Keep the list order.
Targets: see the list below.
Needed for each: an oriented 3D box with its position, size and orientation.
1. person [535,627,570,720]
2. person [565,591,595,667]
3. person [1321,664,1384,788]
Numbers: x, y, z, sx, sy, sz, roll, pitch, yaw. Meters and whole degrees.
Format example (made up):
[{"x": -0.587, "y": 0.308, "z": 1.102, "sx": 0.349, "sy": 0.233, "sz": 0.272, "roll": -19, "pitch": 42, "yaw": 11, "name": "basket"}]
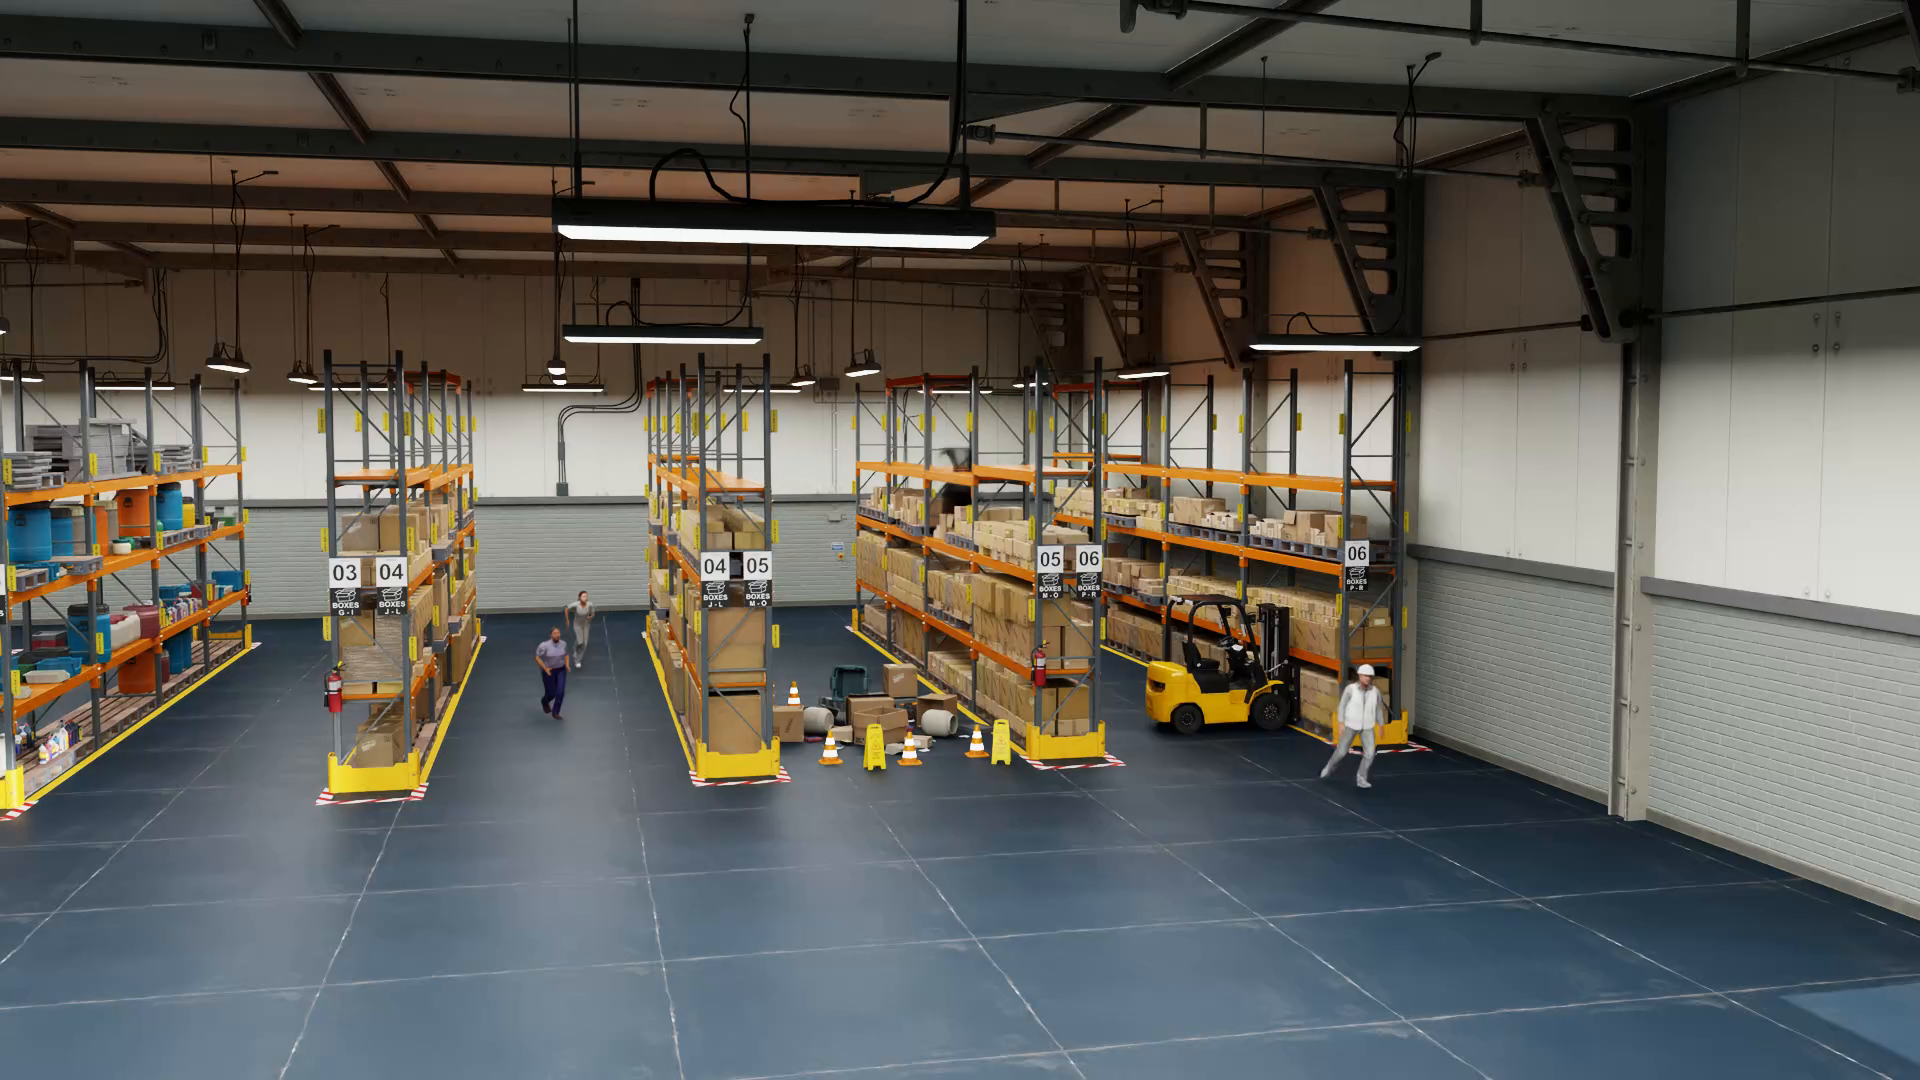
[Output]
[{"x": -6.942, "y": 2.260, "z": 28.318, "sx": 0.607, "sy": 1.569, "sz": 0.588, "roll": -2, "pitch": 5, "yaw": -32, "name": "person"}, {"x": -7.787, "y": 1.833, "z": 34.196, "sx": 0.563, "sy": 1.595, "sz": 0.687, "roll": -2, "pitch": 5, "yaw": -30, "name": "person"}, {"x": 5.444, "y": 2.544, "z": 23.012, "sx": 0.778, "sy": 1.715, "sz": 0.725, "roll": 0, "pitch": 4, "yaw": -5, "name": "person"}]
